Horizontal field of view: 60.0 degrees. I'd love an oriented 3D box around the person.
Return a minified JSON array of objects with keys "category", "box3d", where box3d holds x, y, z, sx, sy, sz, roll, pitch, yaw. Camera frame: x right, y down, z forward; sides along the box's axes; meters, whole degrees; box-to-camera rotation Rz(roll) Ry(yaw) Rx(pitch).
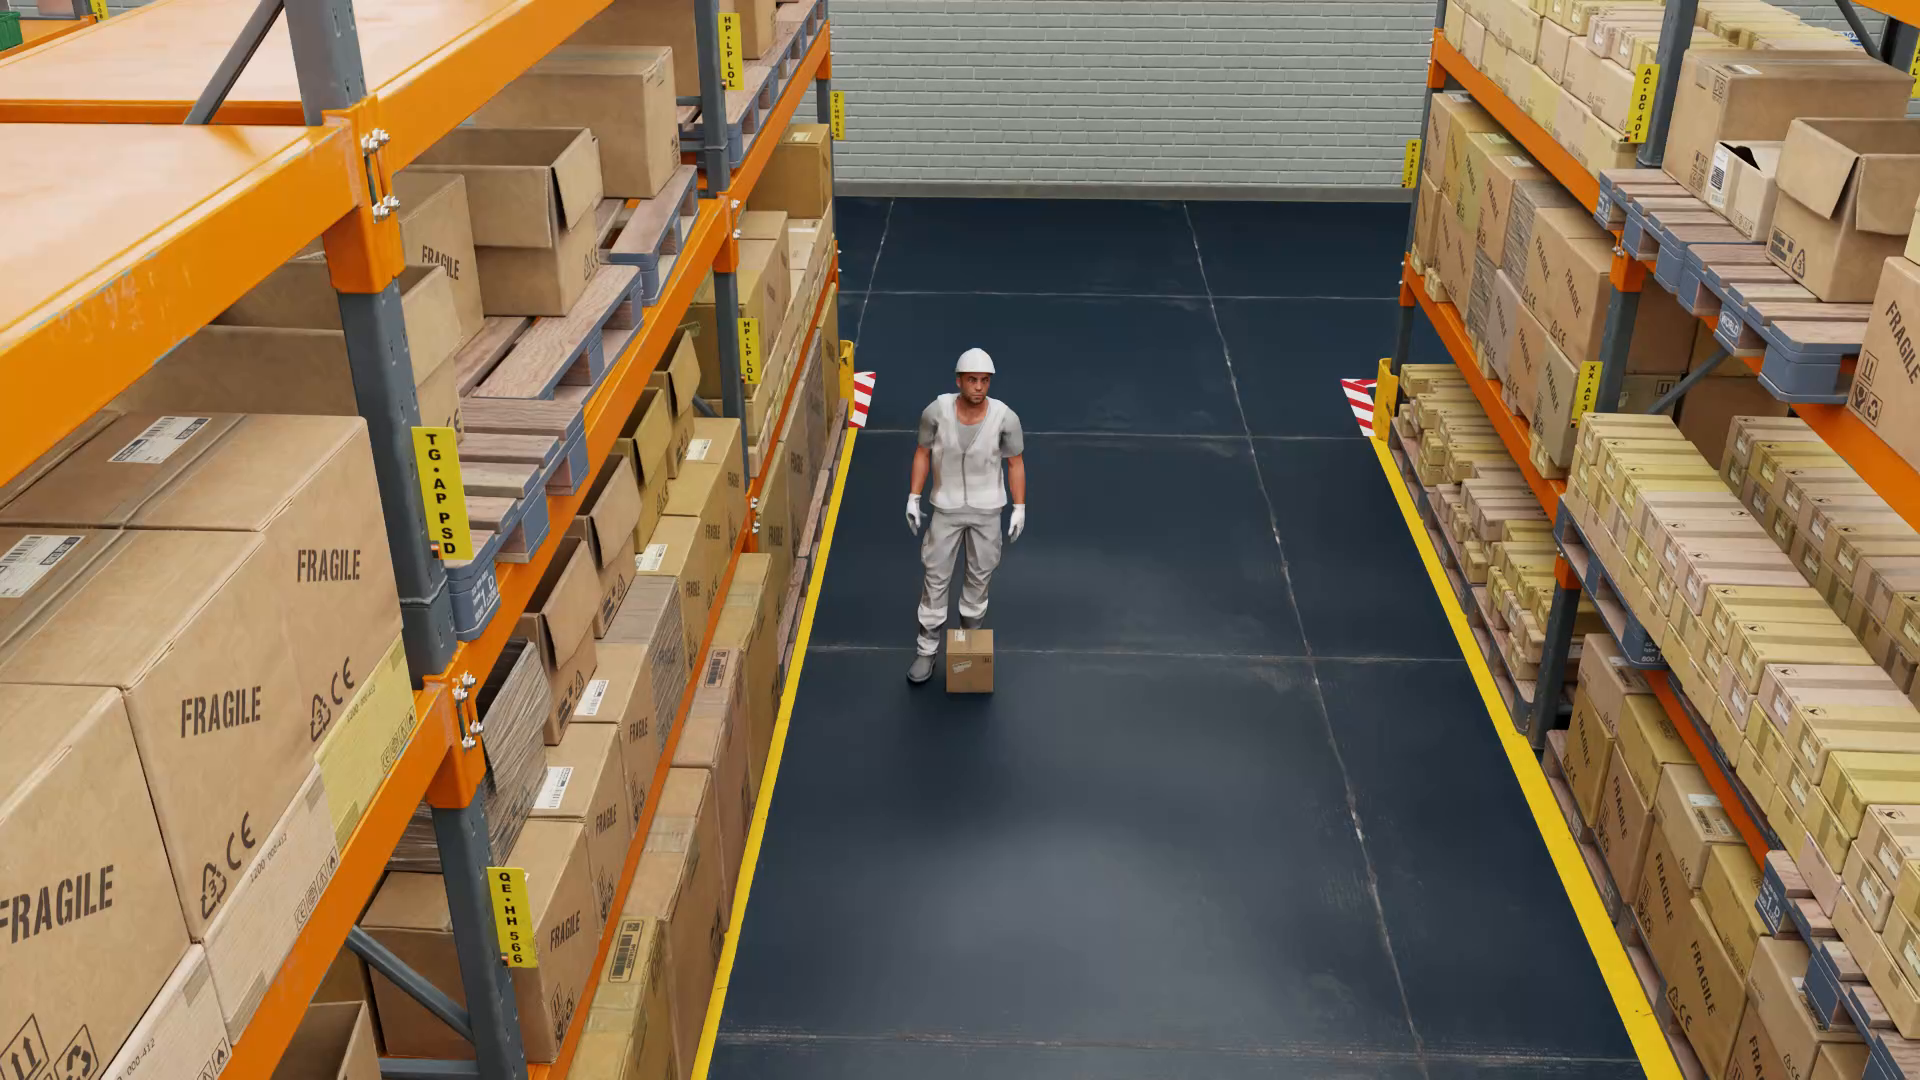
[{"category":"person","box3d":[0.028,-0.123,8.809,0.638,1.790,0.561,1,28,2]}]
